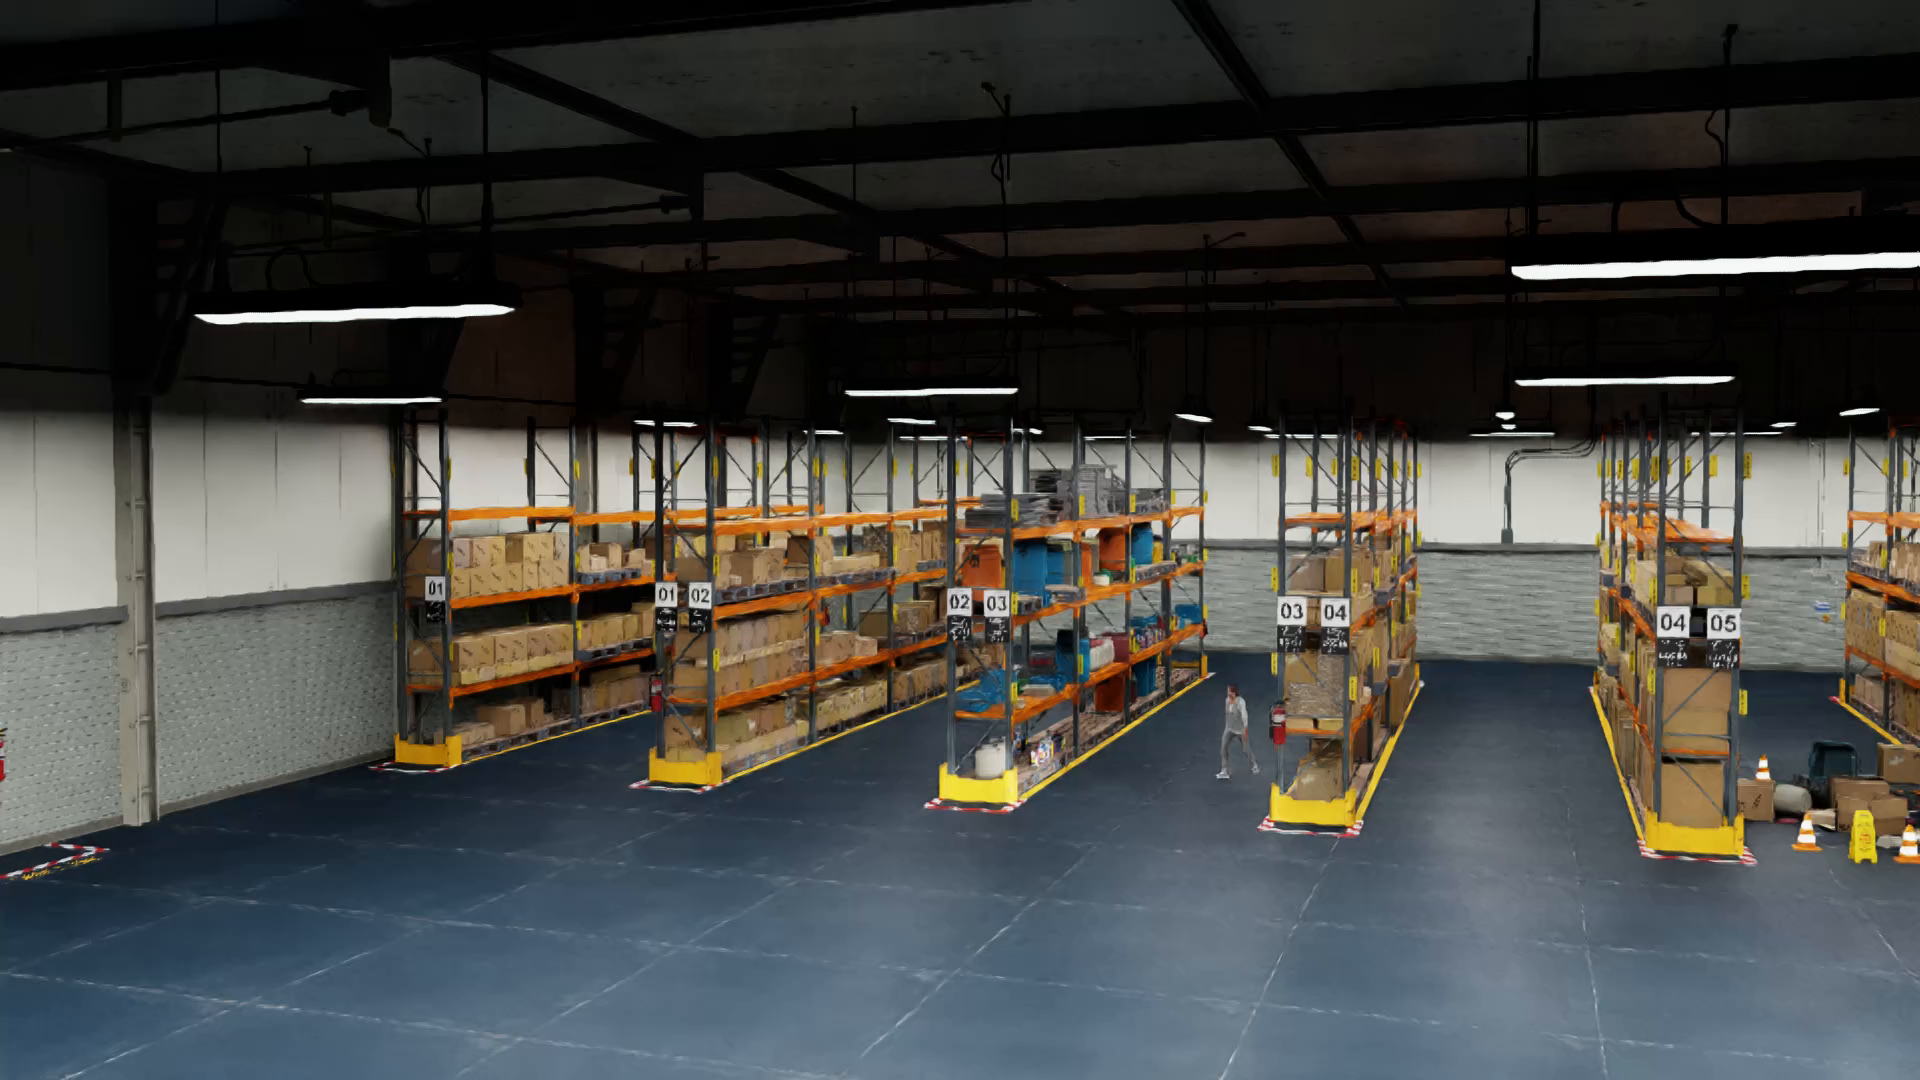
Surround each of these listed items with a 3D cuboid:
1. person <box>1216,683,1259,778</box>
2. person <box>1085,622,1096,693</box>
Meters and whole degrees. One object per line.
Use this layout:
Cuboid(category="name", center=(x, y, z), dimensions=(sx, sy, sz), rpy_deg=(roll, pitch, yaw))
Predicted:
Cuboid(category="person", center=(4.515, 3.070, 26.952), dimensions=(0.455, 1.531, 0.868), rpy_deg=(2, 3, 40))
Cuboid(category="person", center=(2.778, 2.614, 37.123), dimensions=(0.625, 1.611, 0.575), rpy_deg=(1, 3, 17))
